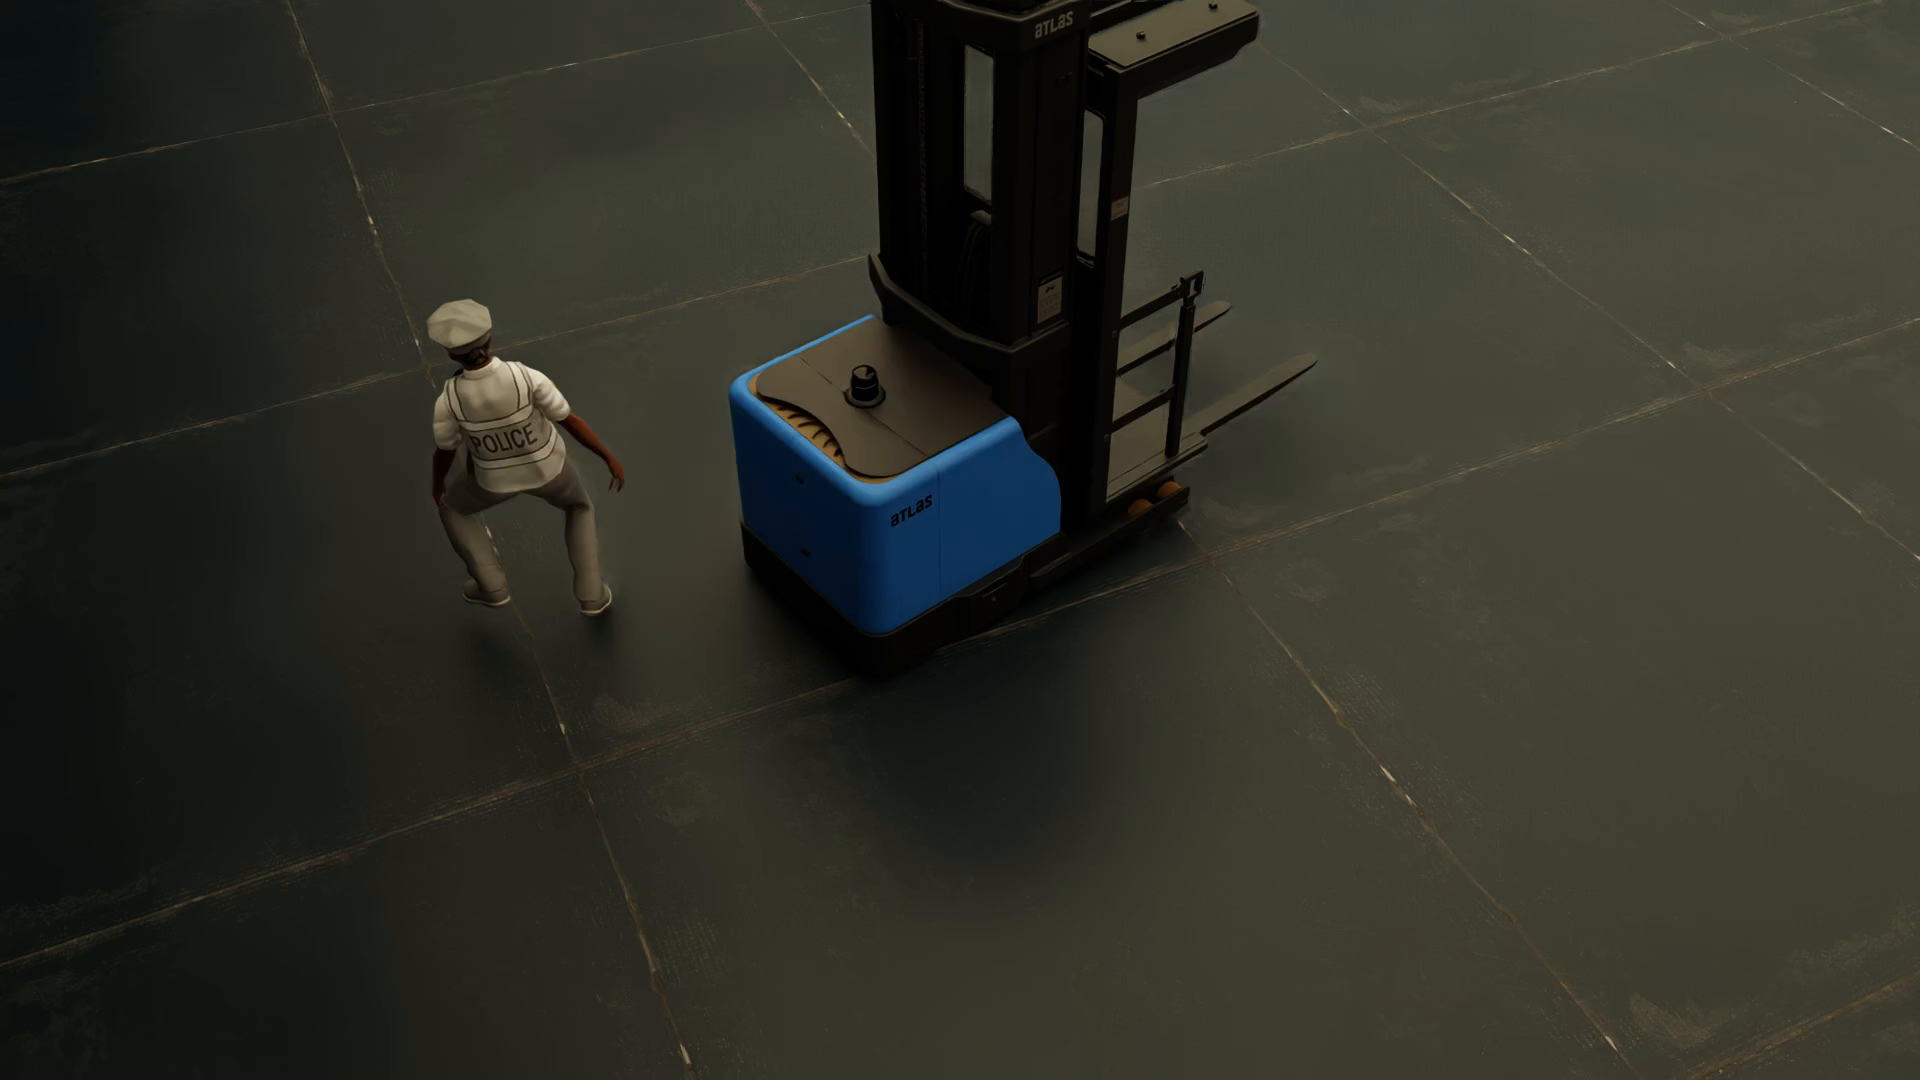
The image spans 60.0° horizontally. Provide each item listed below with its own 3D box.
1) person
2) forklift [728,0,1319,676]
[{"bbox_3d":[-1.827,-0.299,6.937,0.823,1.550,0.500,-8,44,-9],"label":"person"},{"bbox_3d":[0.462,-1.348,7.124,3.031,2.935,1.130,-30,51,-28],"label":"forklift"}]
